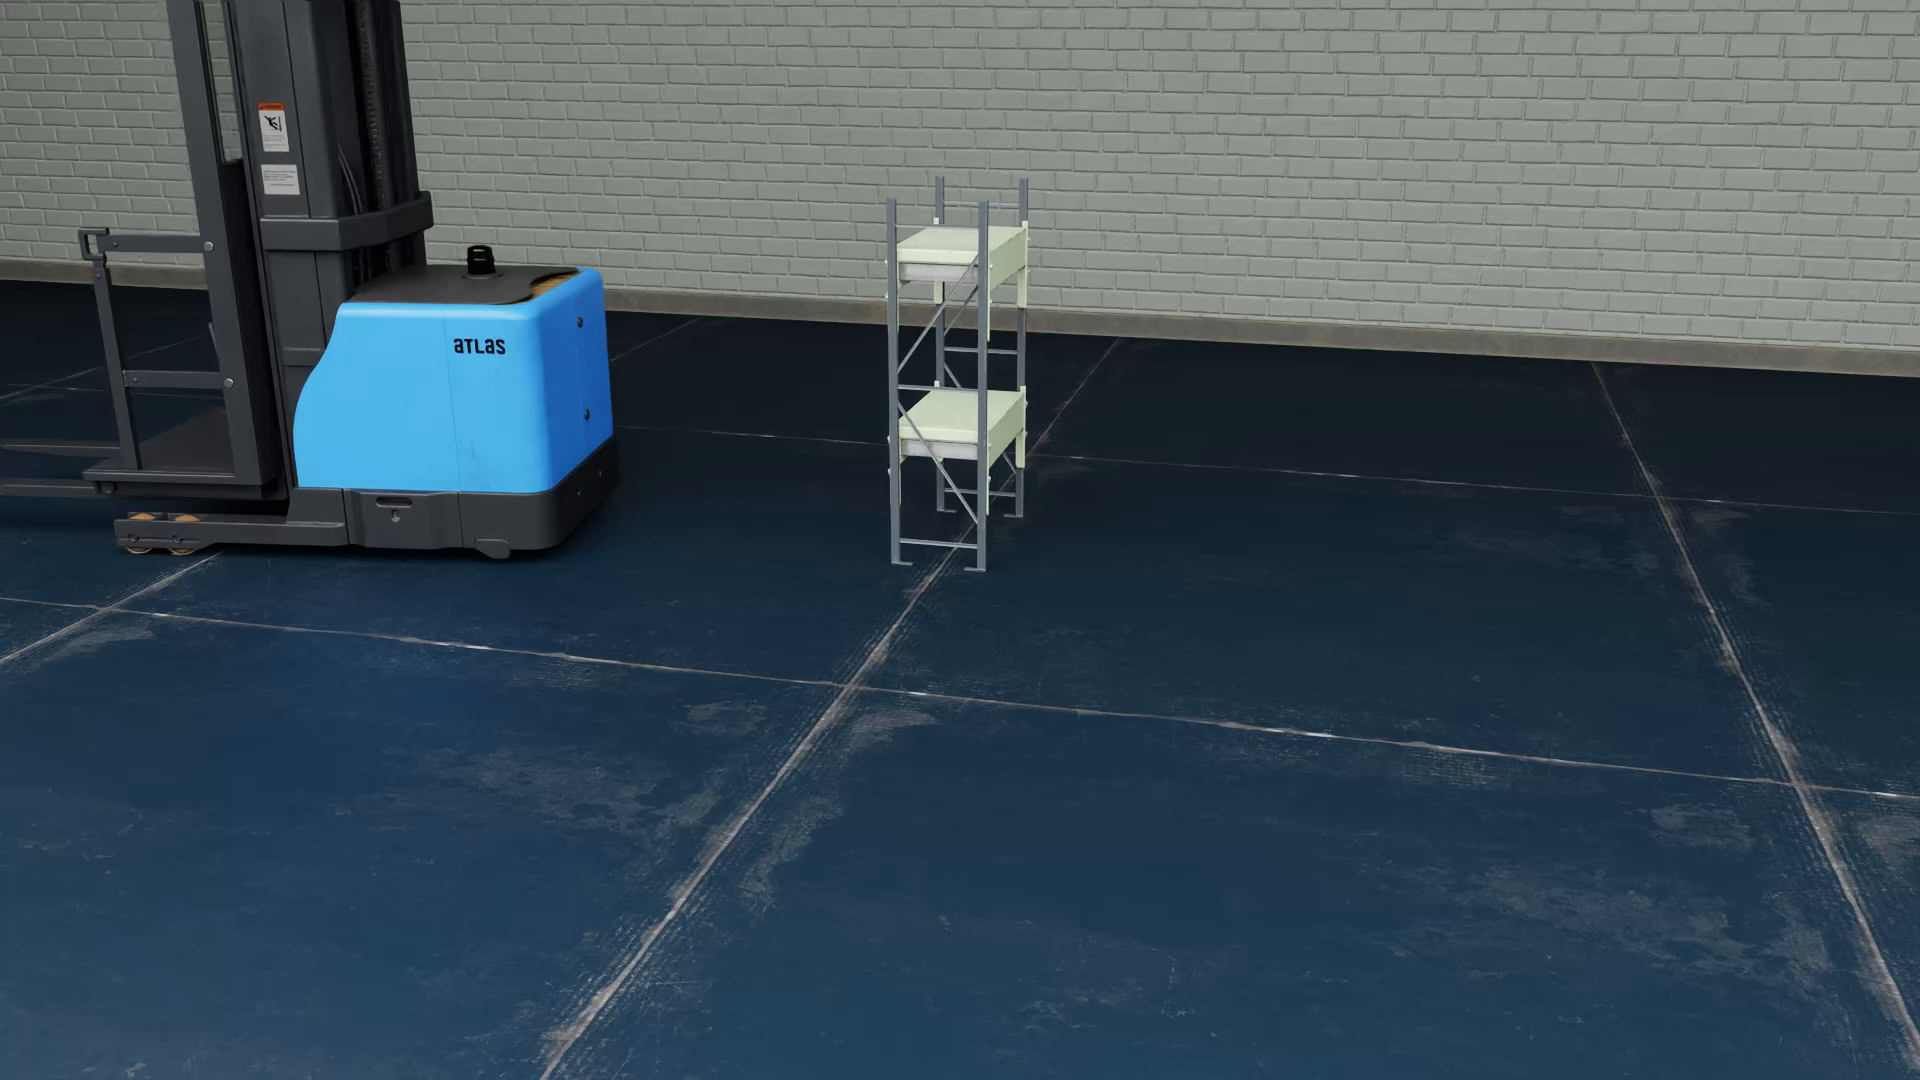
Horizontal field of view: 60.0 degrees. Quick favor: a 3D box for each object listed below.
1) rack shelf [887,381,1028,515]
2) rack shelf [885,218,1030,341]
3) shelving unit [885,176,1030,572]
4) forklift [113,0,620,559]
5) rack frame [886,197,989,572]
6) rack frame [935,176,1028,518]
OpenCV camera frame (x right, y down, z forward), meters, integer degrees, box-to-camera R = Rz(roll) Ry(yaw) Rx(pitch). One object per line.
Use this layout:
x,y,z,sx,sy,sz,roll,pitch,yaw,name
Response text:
0.002,-0.403,7.057,0.431,0.370,0.720,5,19,13,rack shelf
0.002,-1.081,6.825,0.431,0.370,0.720,5,19,13,rack shelf
0.002,-0.712,6.951,0.431,1.500,0.755,5,19,13,shelving unit
-3.131,-1.490,7.014,3.031,2.935,1.130,2,19,5,forklift
-0.088,-0.597,6.615,0.400,1.500,0.023,5,19,13,rack frame
0.091,-0.827,7.287,0.400,1.500,0.023,5,19,13,rack frame
